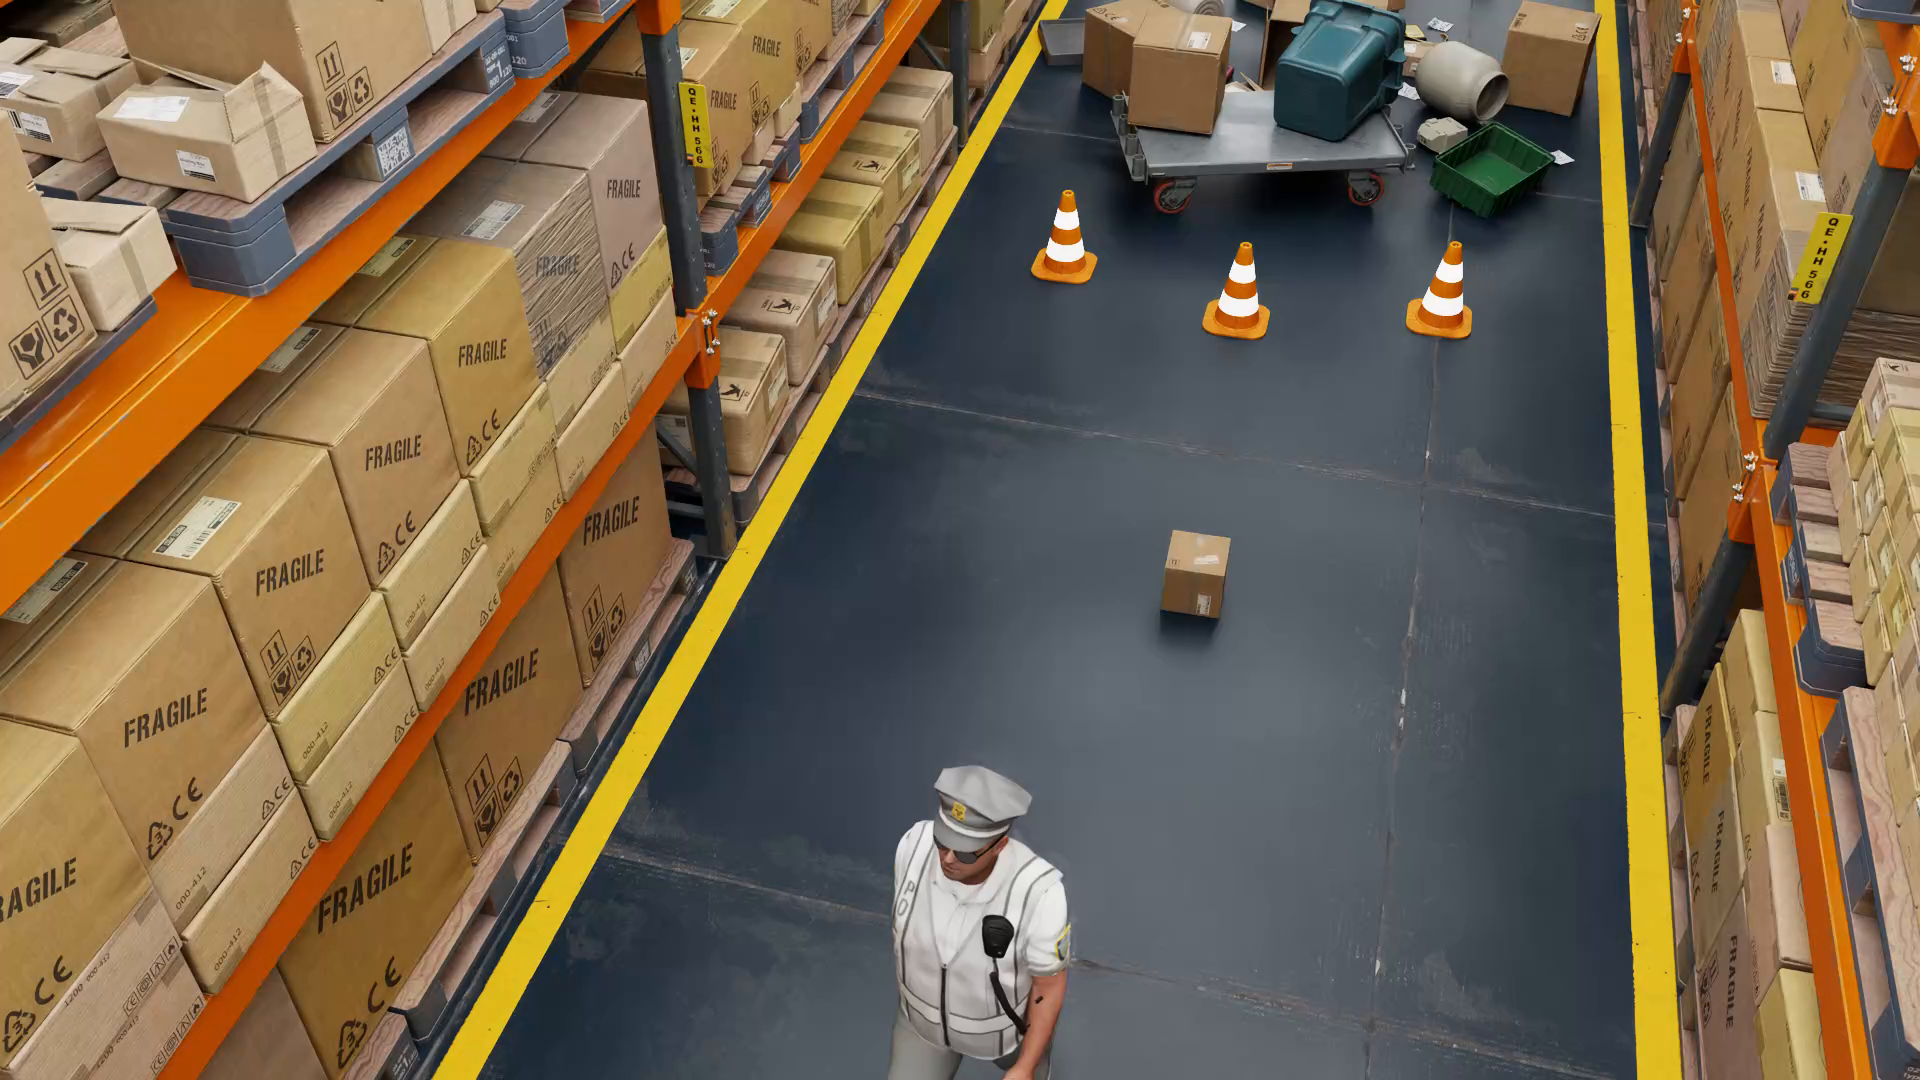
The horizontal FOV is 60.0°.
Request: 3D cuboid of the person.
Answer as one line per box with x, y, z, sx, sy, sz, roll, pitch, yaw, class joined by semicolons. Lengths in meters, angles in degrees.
0.028;1.298;4.623;0.537;1.718;1.081;14;43;15;person
